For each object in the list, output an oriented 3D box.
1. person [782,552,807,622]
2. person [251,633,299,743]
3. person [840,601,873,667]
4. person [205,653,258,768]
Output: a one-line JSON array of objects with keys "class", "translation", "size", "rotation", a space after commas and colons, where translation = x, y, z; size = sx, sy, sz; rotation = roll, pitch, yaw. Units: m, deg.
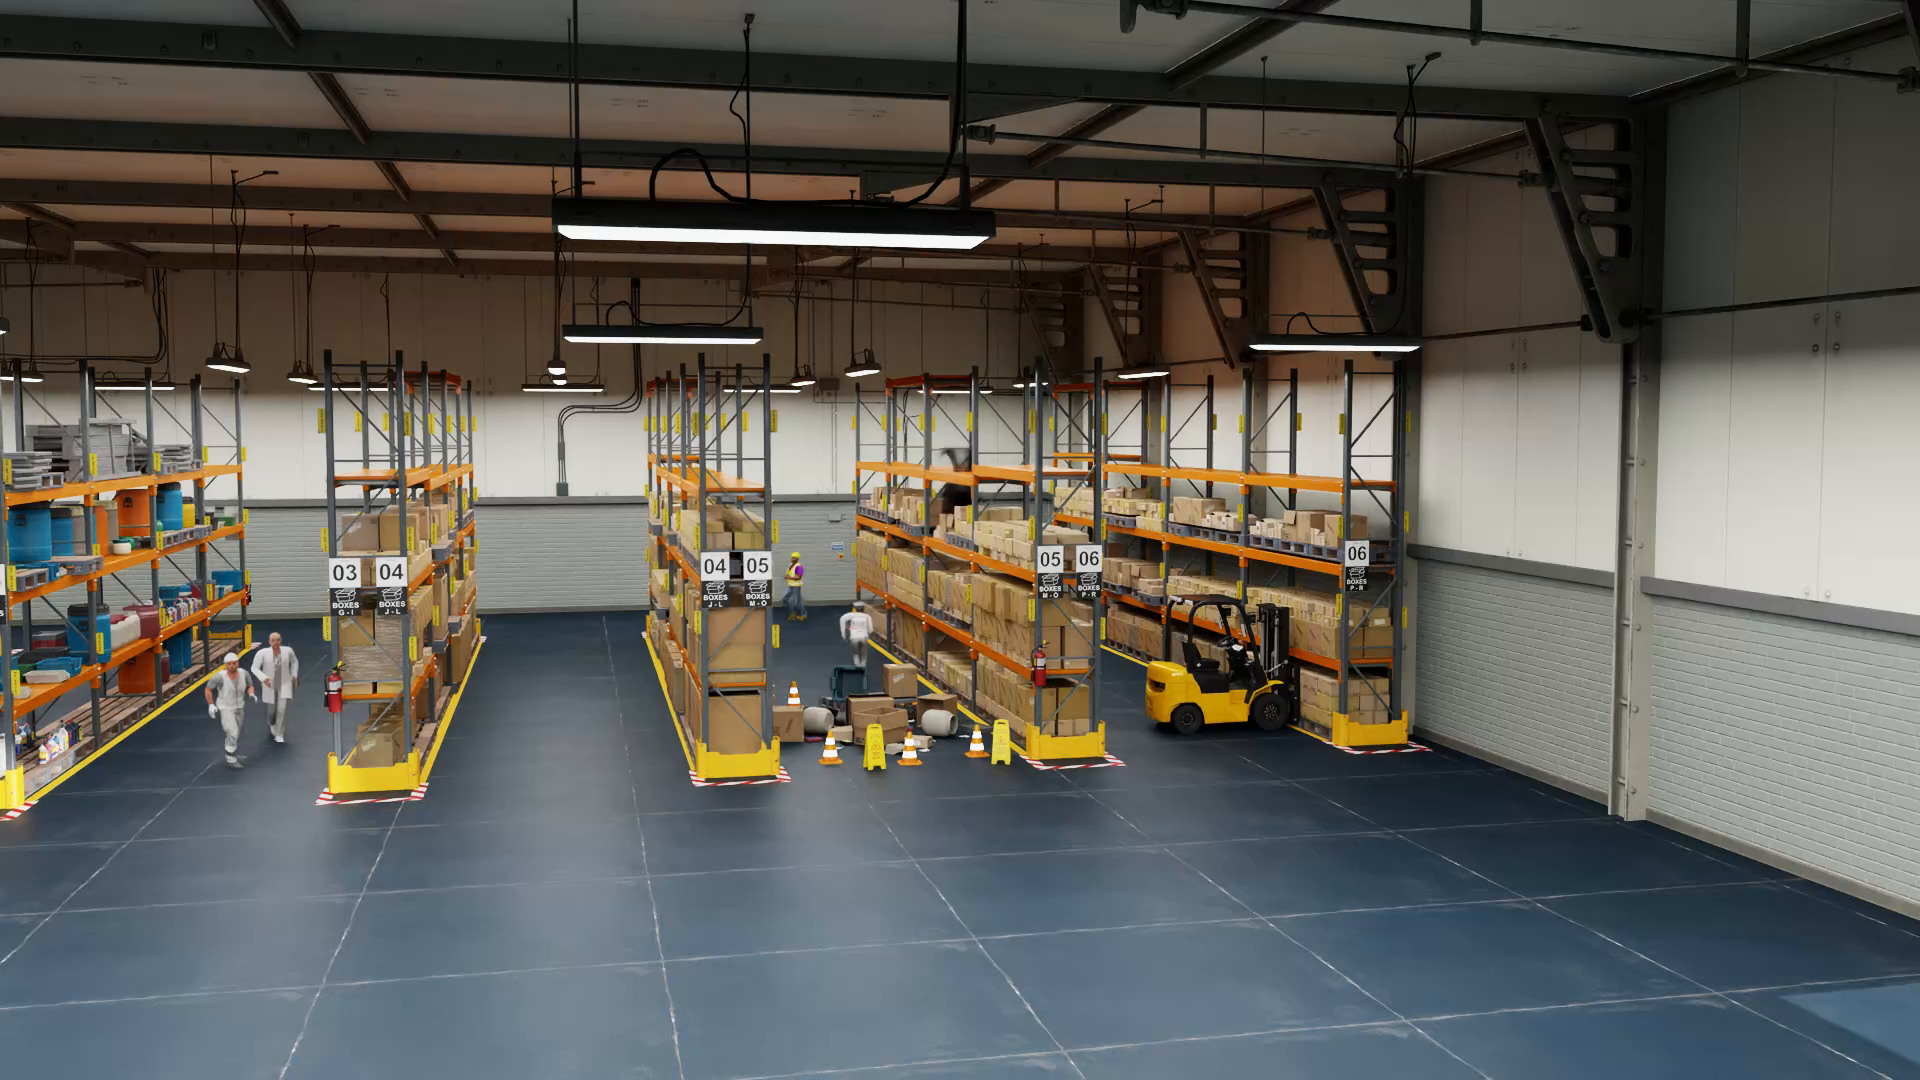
[{"class": "person", "translation": [-4.209, 1.194, 42.123], "size": [0.716, 1.789, 0.690], "rotation": [-3, 5, -36]}, {"class": "person", "translation": [-10.840, 2.310, 26.330], "size": [0.707, 1.733, 0.865], "rotation": [-2, 4, -25]}, {"class": "person", "translation": [-2.018, 1.978, 32.409], "size": [0.651, 1.514, 0.853], "rotation": [0, 4, -4]}, {"class": "person", "translation": [-10.597, 2.482, 24.287], "size": [0.849, 1.735, 0.669], "rotation": [2, 4, 27]}]
